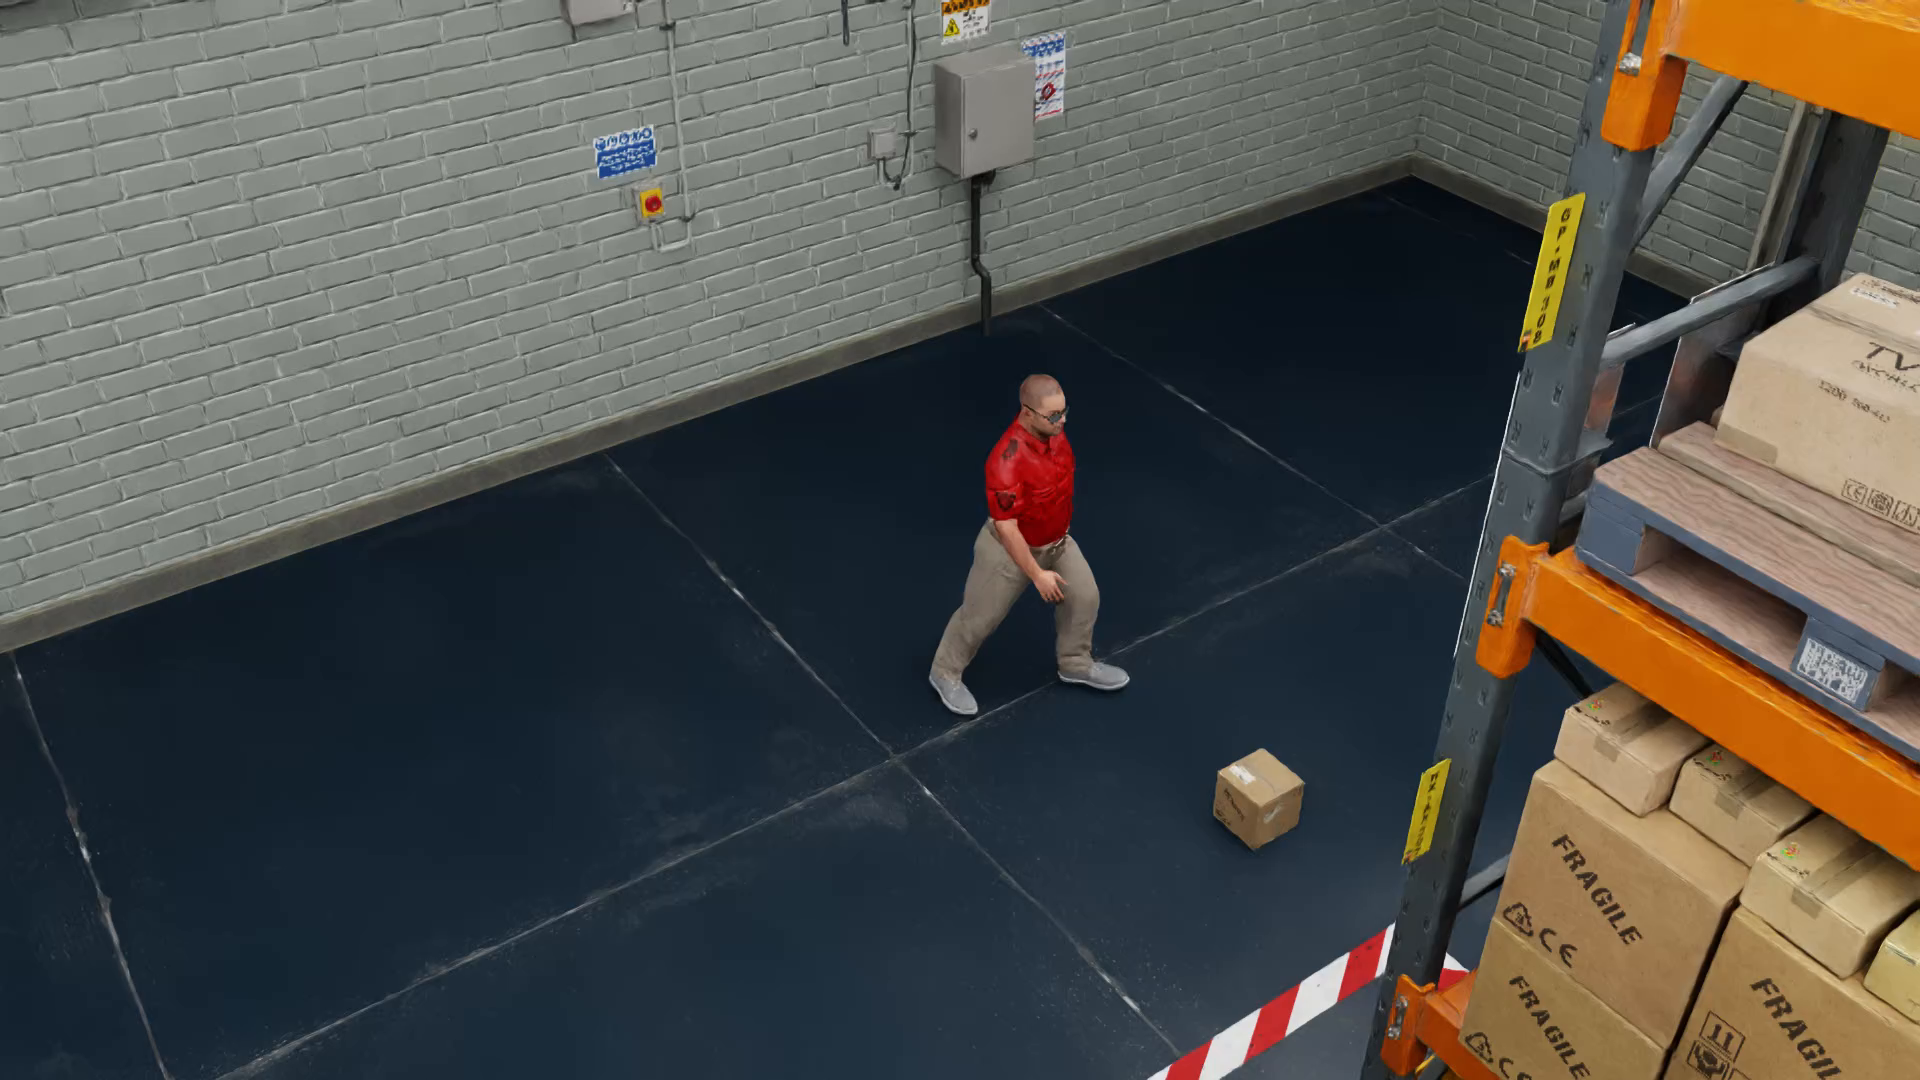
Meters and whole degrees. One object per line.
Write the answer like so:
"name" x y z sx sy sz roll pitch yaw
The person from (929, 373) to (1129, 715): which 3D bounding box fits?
"person" 0.288 0.002 7.034 0.789 1.679 0.632 21 41 26
